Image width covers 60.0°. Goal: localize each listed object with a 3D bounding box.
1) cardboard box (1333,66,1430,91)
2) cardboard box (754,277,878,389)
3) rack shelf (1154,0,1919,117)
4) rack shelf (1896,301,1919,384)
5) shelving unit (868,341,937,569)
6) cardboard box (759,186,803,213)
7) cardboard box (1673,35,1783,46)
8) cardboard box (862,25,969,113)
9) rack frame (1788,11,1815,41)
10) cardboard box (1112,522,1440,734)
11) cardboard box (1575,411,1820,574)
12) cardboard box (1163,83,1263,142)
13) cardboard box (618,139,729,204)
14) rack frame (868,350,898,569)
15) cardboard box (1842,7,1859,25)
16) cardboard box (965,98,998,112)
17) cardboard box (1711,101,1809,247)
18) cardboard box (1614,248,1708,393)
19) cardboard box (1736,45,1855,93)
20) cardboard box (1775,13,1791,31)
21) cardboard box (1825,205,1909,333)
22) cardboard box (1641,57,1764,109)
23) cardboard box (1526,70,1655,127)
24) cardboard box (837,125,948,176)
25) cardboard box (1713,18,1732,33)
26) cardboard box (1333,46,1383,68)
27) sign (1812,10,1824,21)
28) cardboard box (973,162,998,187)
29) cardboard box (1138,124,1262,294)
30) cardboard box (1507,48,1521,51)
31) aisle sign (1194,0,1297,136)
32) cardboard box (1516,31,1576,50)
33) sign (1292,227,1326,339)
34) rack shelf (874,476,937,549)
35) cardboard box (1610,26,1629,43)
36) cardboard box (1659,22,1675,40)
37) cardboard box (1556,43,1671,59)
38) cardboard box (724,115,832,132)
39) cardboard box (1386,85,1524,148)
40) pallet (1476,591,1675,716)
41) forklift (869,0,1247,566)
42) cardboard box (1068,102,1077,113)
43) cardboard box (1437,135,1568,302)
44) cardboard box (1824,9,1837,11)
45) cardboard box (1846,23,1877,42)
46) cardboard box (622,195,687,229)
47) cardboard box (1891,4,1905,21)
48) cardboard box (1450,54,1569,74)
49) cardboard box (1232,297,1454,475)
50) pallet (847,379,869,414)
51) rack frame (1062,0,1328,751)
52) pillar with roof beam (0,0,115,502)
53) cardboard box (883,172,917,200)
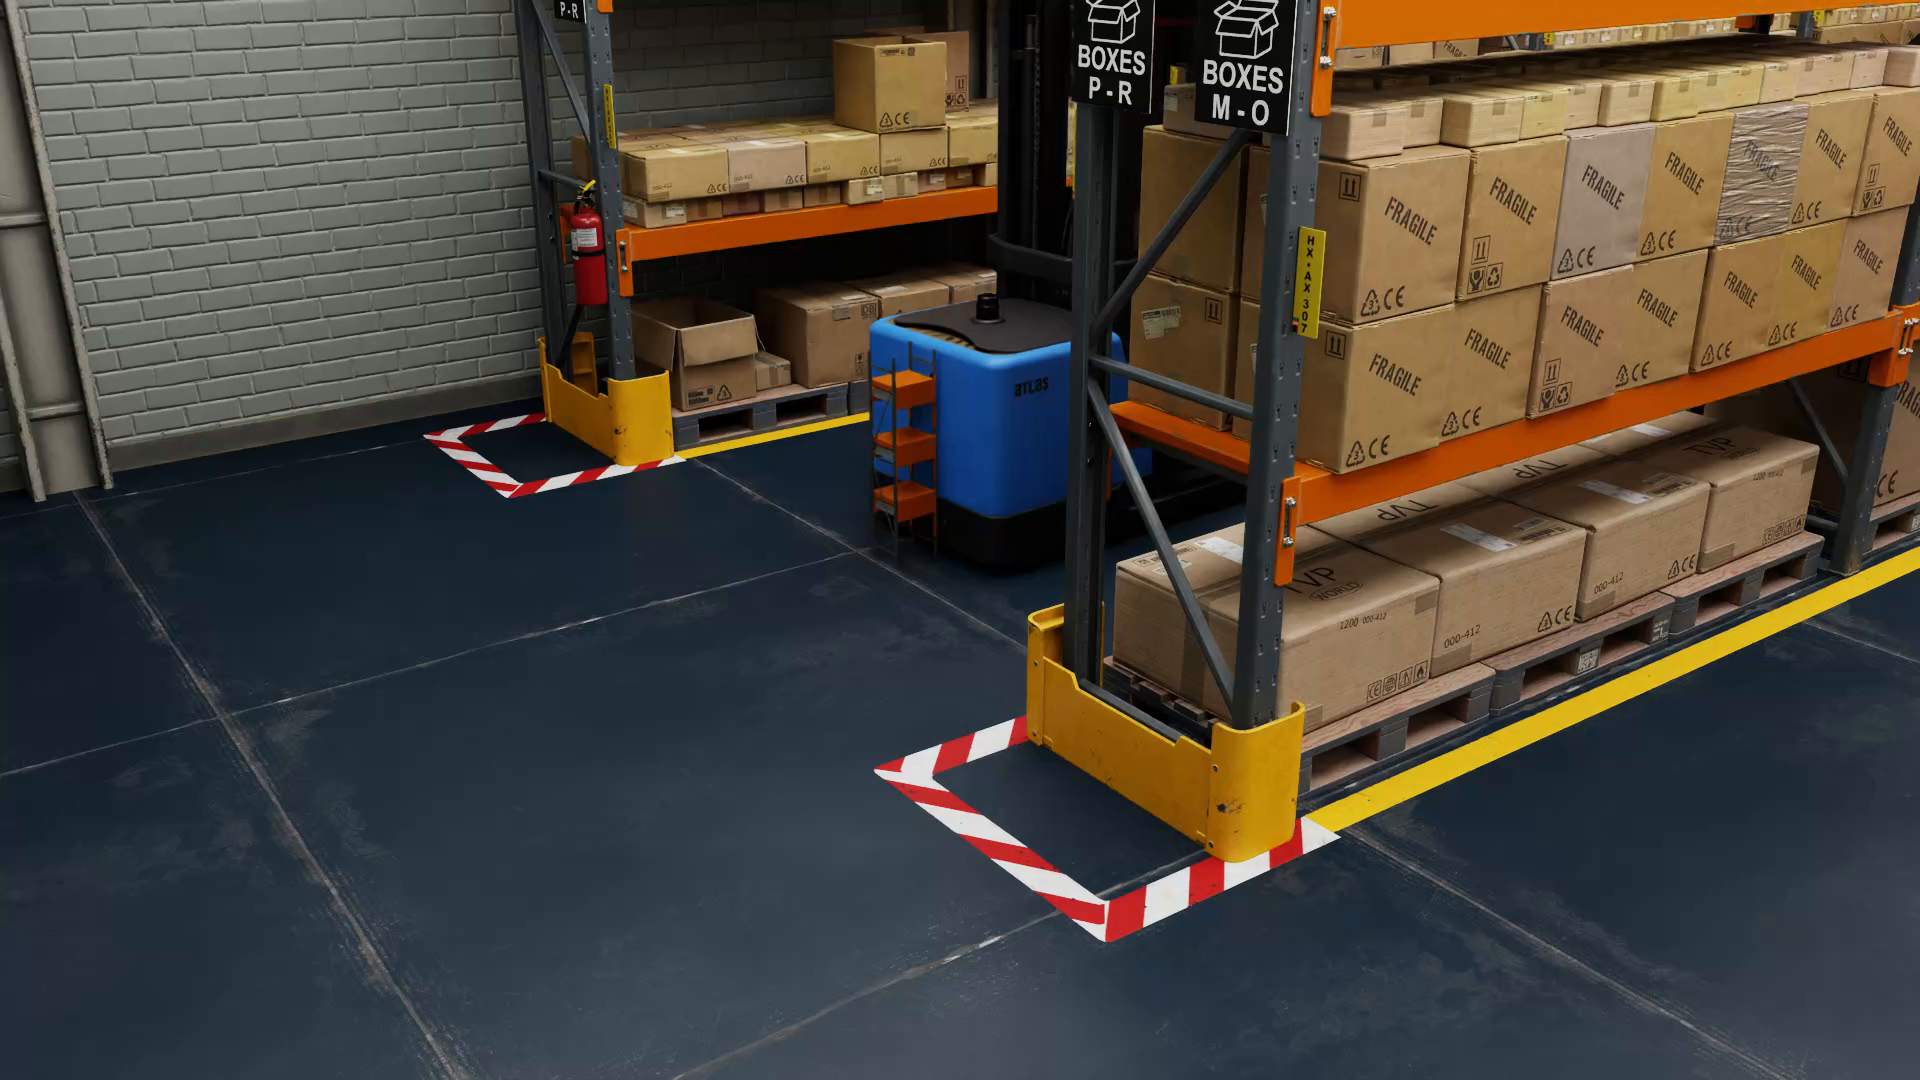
[{"bbox_3d":[1.488,-1.640,6.100,0.250,0.149,0.380,-14,26,-32],"label":"cardboard box"},{"bbox_3d":[-0.901,-1.308,10.434,0.500,0.500,0.700,-14,26,-31],"label":"cardboard box"},{"bbox_3d":[2.356,-1.996,6.276,4.000,0.370,1.077,-15,26,-33],"label":"rack shelf"},{"bbox_3d":[5.603,-1.469,9.001,4.000,0.370,1.077,-15,26,-33],"label":"rack shelf"},{"bbox_3d":[-0.272,-0.404,7.993,0.252,1.050,0.215,-17,27,-37],"label":"shelving unit"},{"bbox_3d":[-1.129,-2.041,9.804,0.250,0.149,0.380,-14,26,-31],"label":"cardboard box"},{"bbox_3d":[3.373,-2.132,7.332,0.250,0.149,0.380,-14,26,-32],"label":"cardboard box"},{"bbox_3d":[-0.287,-3.037,10.750,0.500,0.500,0.500,-16,27,-34],"label":"cardboard box"},{"bbox_3d":[7.571,-4.594,15.863,0.127,3.000,1.000,-15,26,-33],"label":"rack frame"},{"bbox_3d":[1.210,0.318,6.444,0.875,0.438,0.875,-16,27,-35],"label":"cardboard box"},{"bbox_3d":[3.407,-0.272,7.920,0.875,0.438,0.875,-15,26,-34],"label":"cardboard box"},{"bbox_3d":[0.907,-1.455,5.635,0.250,0.149,0.380,-15,26,-32],"label":"cardboard box"},{"bbox_3d":[-1.644,-2.083,9.369,0.500,0.250,0.500,-15,26,-33],"label":"cardboard box"},{"bbox_3d":[-0.366,-0.375,7.920,0.008,1.050,0.200,-17,27,-37],"label":"rack frame"},{"bbox_3d":[8.388,-5.053,16.003,0.250,0.149,0.380,-15,26,-33],"label":"cardboard box"},{"bbox_3d":[0.115,-2.795,11.154,0.500,0.250,0.500,-15,26,-33],"label":"cardboard box"},{"bbox_3d":[2.933,-1.476,6.563,0.500,0.500,0.500,-15,26,-32],"label":"cardboard box"},{"bbox_3d":[2.504,-0.904,6.481,0.500,0.500,0.500,-14,26,-31],"label":"cardboard box"},{"bbox_3d":[3.430,-1.945,6.863,0.250,0.149,0.380,-15,26,-33],"label":"cardboard box"},{"bbox_3d":[7.424,-4.801,15.371,0.250,0.149,0.380,-14,26,-31],"label":"cardboard box"},{"bbox_3d":[3.752,-1.239,7.320,0.500,0.500,0.500,-15,26,-32],"label":"cardboard box"},{"bbox_3d":[2.841,-1.762,6.406,0.250,0.149,0.380,-16,27,-34],"label":"cardboard box"},{"bbox_3d":[2.244,-1.587,5.966,0.250,0.149,0.380,-15,26,-32],"label":"cardboard box"},{"bbox_3d":[-0.422,-2.420,10.214,0.500,0.250,0.500,-16,27,-34],"label":"cardboard box"},{"bbox_3d":[6.610,-4.568,14.787,0.250,0.149,0.380,-16,27,-34],"label":"cardboard box"},{"bbox_3d":[2.658,-3.424,12.227,0.500,0.500,0.700,-15,26,-33],"label":"cardboard box"},{"bbox_3d":[7.896,-4.934,15.259,0.005,0.325,0.100,-15,26,-33],"label":"sign"},{"bbox_3d":[0.151,-2.362,10.608,0.250,0.149,0.380,-15,26,-34],"label":"cardboard box"},{"bbox_3d":[0.985,-1.191,5.850,0.500,0.500,0.500,-14,26,-31],"label":"cardboard box"},{"bbox_3d":[4.842,-3.906,13.666,0.500,0.250,0.500,-15,26,-33],"label":"cardboard box"},{"bbox_3d":[0.843,-1.609,4.874,0.004,0.787,0.394,-15,26,-33],"label":"aisle sign"},{"bbox_3d":[4.755,-4.057,13.505,0.250,0.149,0.380,-14,26,-31],"label":"cardboard box"},{"bbox_3d":[1.052,-0.775,5.017,0.005,0.325,0.100,-15,26,-33],"label":"sign"},{"bbox_3d":[-0.272,-0.136,8.100,0.240,0.259,0.215,-17,27,-37],"label":"rack shelf"},{"bbox_3d":[5.370,-4.239,13.961,0.250,0.149,0.380,-15,26,-32],"label":"cardboard box"},{"bbox_3d":[5.951,-4.425,14.427,0.250,0.149,0.380,-15,26,-33],"label":"cardboard box"},{"bbox_3d":[2.720,-1.980,6.951,0.250,0.149,0.380,-16,27,-34],"label":"cardboard box"},{"bbox_3d":[-1.127,-2.462,10.320,0.500,0.250,0.500,-14,26,-31],"label":"cardboard box"},{"bbox_3d":[1.631,-1.410,5.523,0.250,0.149,0.380,-14,26,-31],"label":"cardboard box"},{"bbox_3d":[2.325,0.332,7.281,1.213,0.211,1.003,-15,26,-33],"label":"pallet"},{"bbox_3d":[0.992,-1.668,8.621,3.031,2.935,1.130,-17,27,-37],"label":"forklift"},{"bbox_3d":[0.807,-2.748,11.036,0.500,0.250,0.500,-14,26,-32],"label":"cardboard box"},{"bbox_3d":[1.704,-1.147,5.741,0.500,0.500,0.500,-16,27,-34],"label":"cardboard box"},{"bbox_3d":[8.003,-5.060,15.618,0.250,0.149,0.380,-14,26,-32],"label":"cardboard box"},{"bbox_3d":[8.497,-4.776,16.183,0.500,0.500,0.500,-14,26,-32],"label":"cardboard box"},{"bbox_3d":[-1.742,-1.869,9.372,0.250,0.149,0.380,-15,26,-33],"label":"cardboard box"},{"bbox_3d":[9.040,-5.200,16.371,0.250,0.149,0.380,-16,27,-35],"label":"cardboard box"},{"bbox_3d":[2.135,-1.798,6.497,0.250,0.149,0.380,-14,26,-31],"label":"cardboard box"},{"bbox_3d":[1.290,-0.568,5.639,0.500,0.500,0.500,-15,26,-33],"label":"cardboard box"},{"bbox_3d":[-0.472,-1.154,11.003,1.213,0.211,1.003,-15,26,-33],"label":"pallet"},{"bbox_3d":[0.732,-0.504,5.613,0.127,3.000,1.000,-15,26,-33],"label":"rack frame"},{"bbox_3d":[-2.370,-3.176,4.213,0.400,9.000,9.100,-15,26,-33],"label":"pillar with roof beam"},{"bbox_3d":[-0.466,-2.196,10.191,0.250,0.149,0.380,-14,26,-32],"label":"cardboard box"}]
